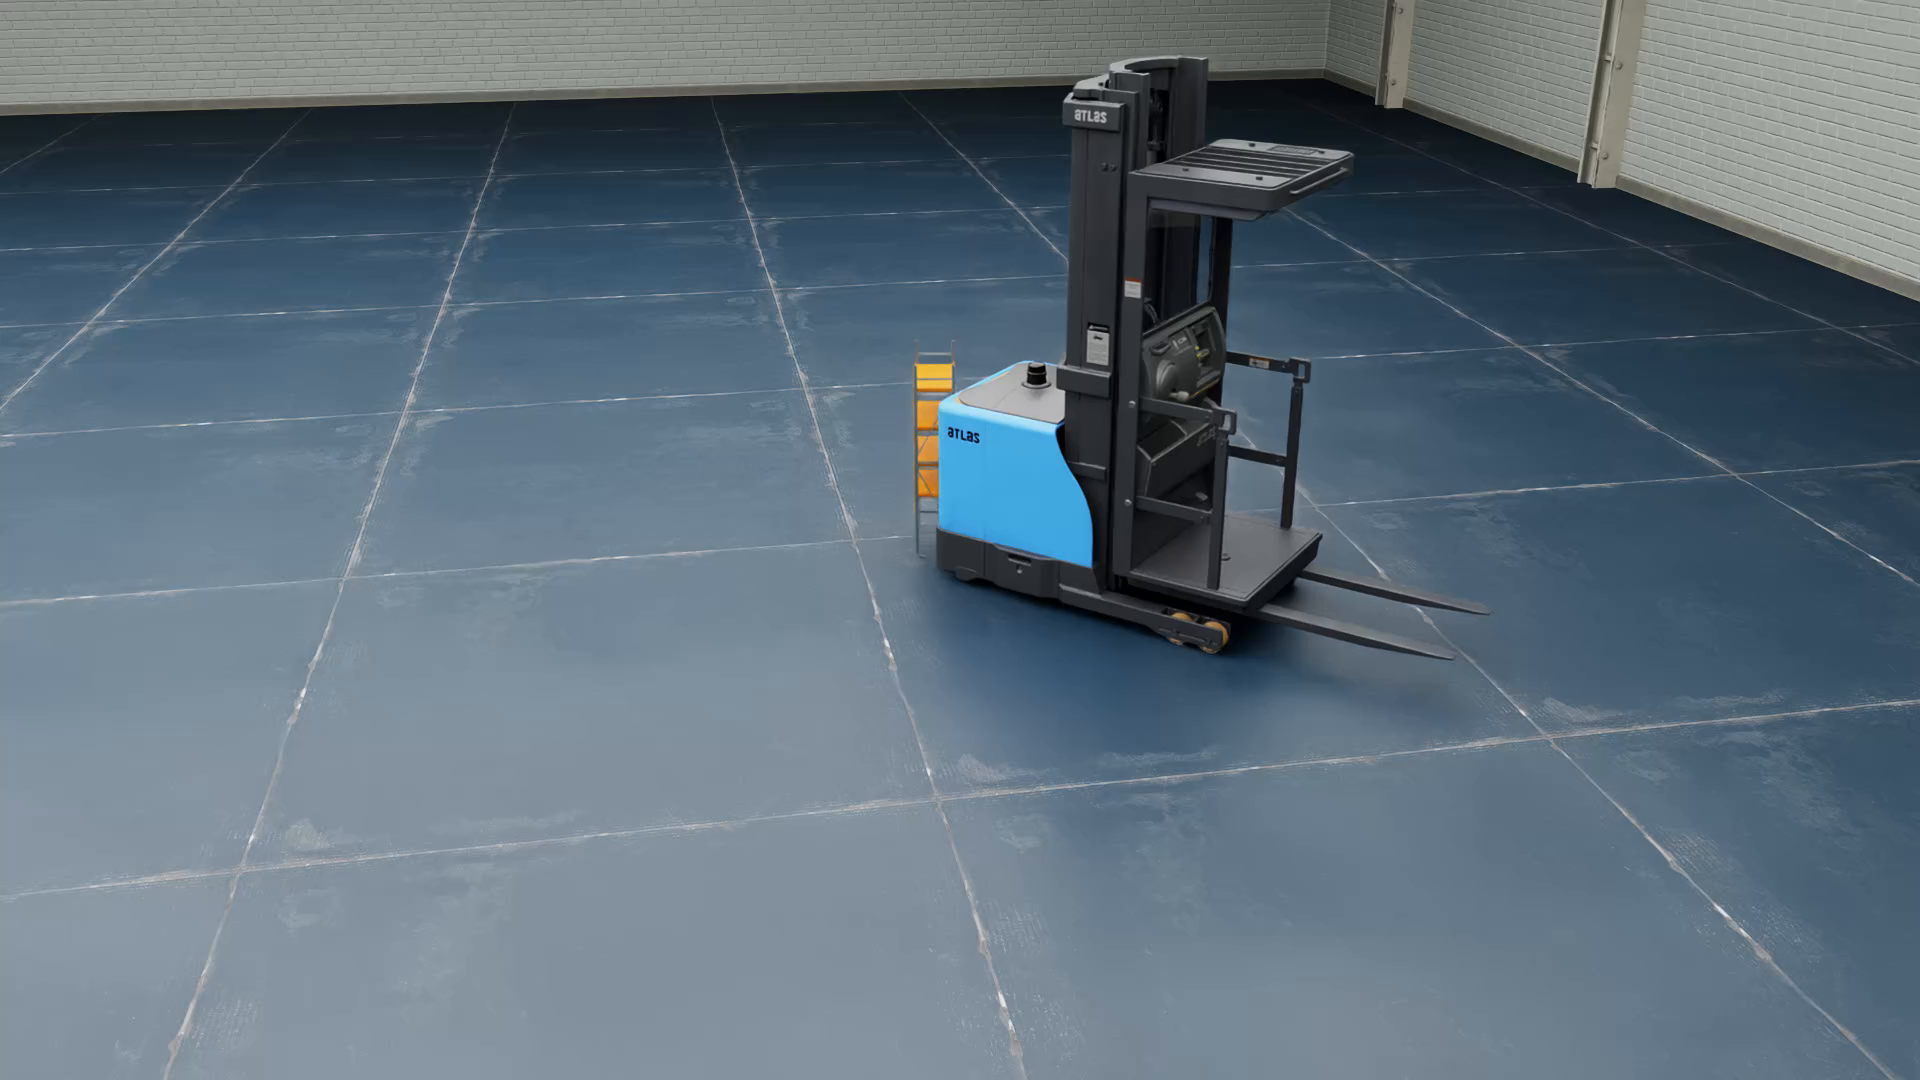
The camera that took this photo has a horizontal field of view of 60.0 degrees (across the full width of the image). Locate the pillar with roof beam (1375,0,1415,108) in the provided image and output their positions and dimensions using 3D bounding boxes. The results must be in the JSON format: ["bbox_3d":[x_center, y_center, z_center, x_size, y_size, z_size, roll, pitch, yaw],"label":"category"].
[{"bbox_3d":[2.350,-10.458,22.951,9.100,9.000,0.400,-4,24,-10],"label":"pillar with roof beam"}]

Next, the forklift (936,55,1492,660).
[{"bbox_3d":[1.378,-0.982,8.836,3.031,2.935,1.130,14,27,30],"label":"forklift"}]

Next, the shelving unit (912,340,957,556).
[{"bbox_3d":[-0.149,-0.552,10.015,0.258,1.200,0.503,0,24,0],"label":"shelving unit"}]

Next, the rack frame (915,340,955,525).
[{"bbox_3d":[-0.150,-0.650,10.239,0.240,1.200,0.015,0,24,0],"label":"rack frame"}]

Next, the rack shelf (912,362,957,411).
[{"bbox_3d":[-0.149,-0.912,9.858,0.258,0.148,0.480,0,24,0],"label":"rack shelf"}]

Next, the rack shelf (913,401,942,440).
[{"bbox_3d":[-0.149,-0.696,9.953,0.258,0.148,0.480,0,24,0],"label":"rack shelf"}]

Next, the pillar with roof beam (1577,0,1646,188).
[{"bbox_3d":[3.460,-8.098,17.548,9.100,9.000,0.400,-4,24,-10],"label":"pillar with roof beam"}]

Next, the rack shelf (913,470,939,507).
[{"bbox_3d":[-0.149,-0.309,10.122,0.258,0.148,0.480,0,24,0],"label":"rack shelf"}]

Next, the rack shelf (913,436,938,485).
[{"bbox_3d":[-0.149,-0.491,10.042,0.258,0.148,0.480,0,24,0],"label":"rack shelf"}]

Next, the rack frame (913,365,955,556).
[{"bbox_3d":[-0.147,-0.455,9.792,0.240,1.200,0.015,0,24,0],"label":"rack frame"}]
